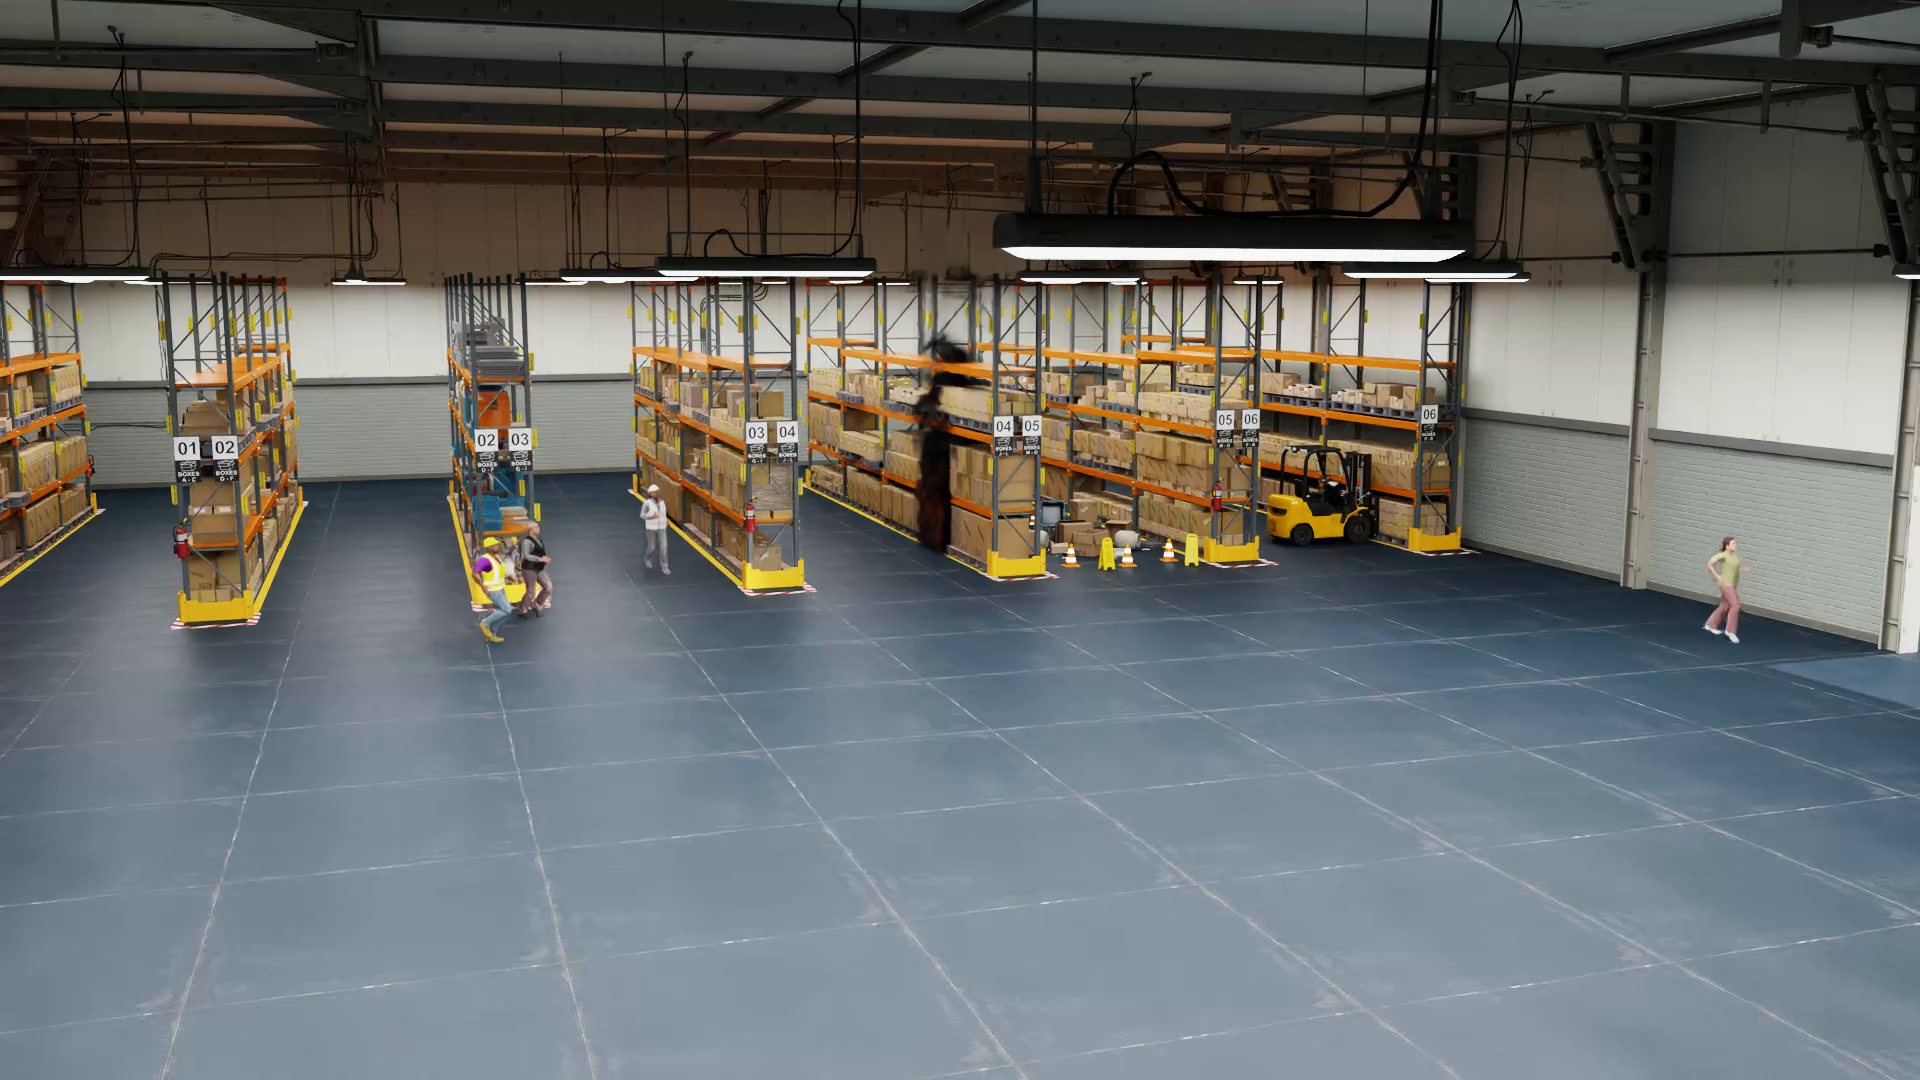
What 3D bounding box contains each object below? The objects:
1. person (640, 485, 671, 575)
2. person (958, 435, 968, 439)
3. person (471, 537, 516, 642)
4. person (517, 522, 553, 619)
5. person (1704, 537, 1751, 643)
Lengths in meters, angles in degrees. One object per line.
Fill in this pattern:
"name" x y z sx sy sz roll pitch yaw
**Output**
"person" -6.138 -0.229 33.562 0.657 1.776 0.950 -6 10 -33
"person" 0.140 -2.827 51.366 0.977 1.606 0.649 -2 9 -11
"person" -7.530 0.808 27.032 0.574 1.720 0.707 1 9 5
"person" -7.365 0.550 28.899 0.700 1.746 0.685 2 9 16
"person" 12.576 0.797 27.274 0.560 1.723 0.690 -7 11 -40
